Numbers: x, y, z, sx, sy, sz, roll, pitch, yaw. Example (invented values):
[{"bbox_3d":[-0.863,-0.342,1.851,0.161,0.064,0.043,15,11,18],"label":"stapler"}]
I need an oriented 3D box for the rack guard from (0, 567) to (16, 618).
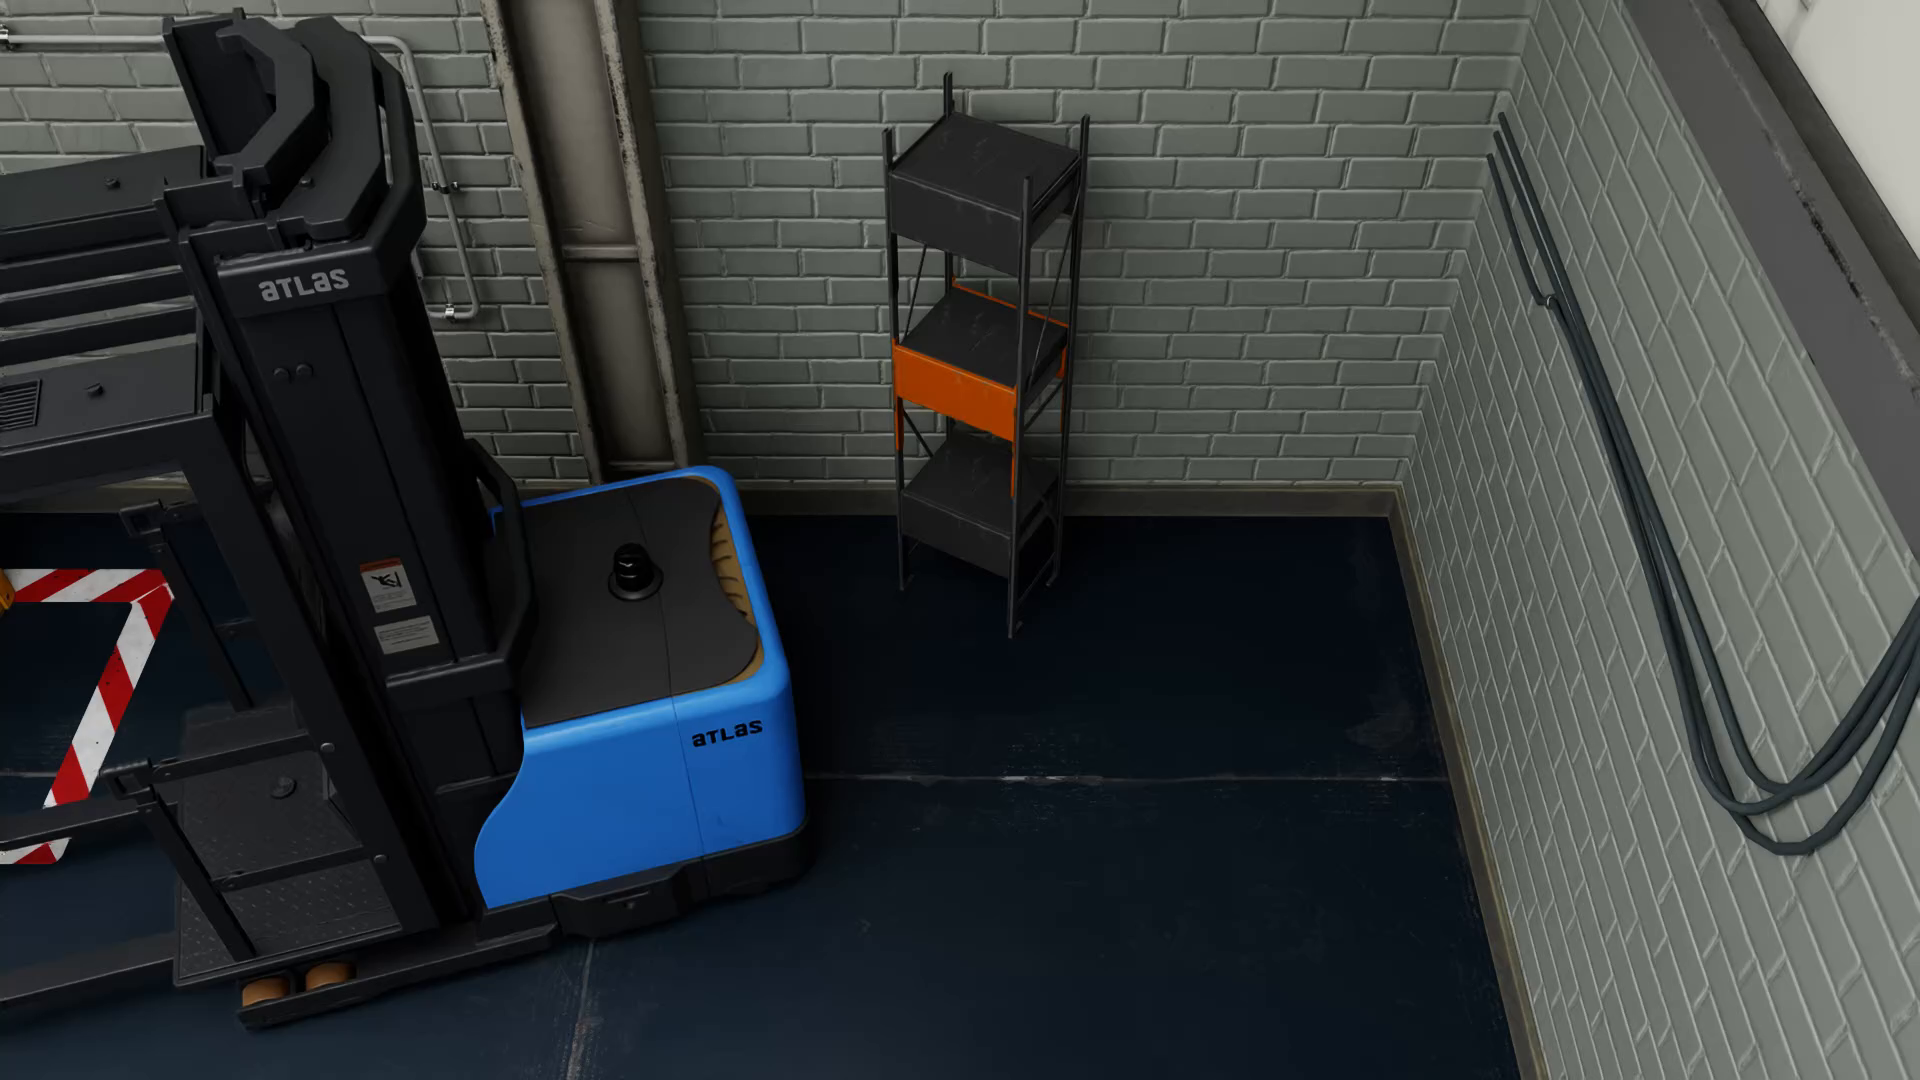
[{"bbox_3d":[-3.891,0.437,6.002,0.348,0.500,1.175,0,47,0],"label":"rack guard"}]

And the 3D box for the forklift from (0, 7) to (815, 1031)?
[{"bbox_3d":[-2.069,0.113,4.642,3.031,2.935,1.130,-12,48,-11],"label":"forklift"}]

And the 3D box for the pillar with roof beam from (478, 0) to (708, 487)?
[{"bbox_3d":[-1.228,0.067,0.540,0.400,9.000,9.100,0,47,0],"label":"pillar with roof beam"}]

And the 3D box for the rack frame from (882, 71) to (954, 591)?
[{"bbox_3d":[-0.130,-0.642,5.913,0.015,2.100,0.400,23,51,20],"label":"rack frame"}]

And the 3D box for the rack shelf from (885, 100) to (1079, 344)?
[{"bbox_3d":[0.081,-1.020,5.327,0.480,0.518,0.431,23,51,20],"label":"rack shelf"}]

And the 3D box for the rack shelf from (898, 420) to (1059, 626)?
[{"bbox_3d":[0.081,-0.066,6.352,0.480,0.518,0.431,23,51,20],"label":"rack shelf"}]

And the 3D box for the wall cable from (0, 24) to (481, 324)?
[{"bbox_3d":[-2.632,-1.450,5.356,1.851,1.984,0.084,0,47,0],"label":"wall cable"}]

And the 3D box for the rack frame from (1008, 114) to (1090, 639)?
[{"bbox_3d":[0.292,-0.463,5.746,0.015,2.100,0.400,23,51,20],"label":"rack frame"}]

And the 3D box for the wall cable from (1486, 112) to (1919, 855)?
[{"bbox_3d":[1.739,-1.124,3.770,0.112,2.526,3.097,0,47,0],"label":"wall cable"}]

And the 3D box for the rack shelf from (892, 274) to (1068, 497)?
[{"bbox_3d":[0.081,-0.543,5.839,0.480,0.518,0.431,23,51,20],"label":"rack shelf"}]

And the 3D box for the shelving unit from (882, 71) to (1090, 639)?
[{"bbox_3d":[0.081,-0.552,5.829,0.503,2.100,0.431,23,51,20],"label":"shelving unit"}]
